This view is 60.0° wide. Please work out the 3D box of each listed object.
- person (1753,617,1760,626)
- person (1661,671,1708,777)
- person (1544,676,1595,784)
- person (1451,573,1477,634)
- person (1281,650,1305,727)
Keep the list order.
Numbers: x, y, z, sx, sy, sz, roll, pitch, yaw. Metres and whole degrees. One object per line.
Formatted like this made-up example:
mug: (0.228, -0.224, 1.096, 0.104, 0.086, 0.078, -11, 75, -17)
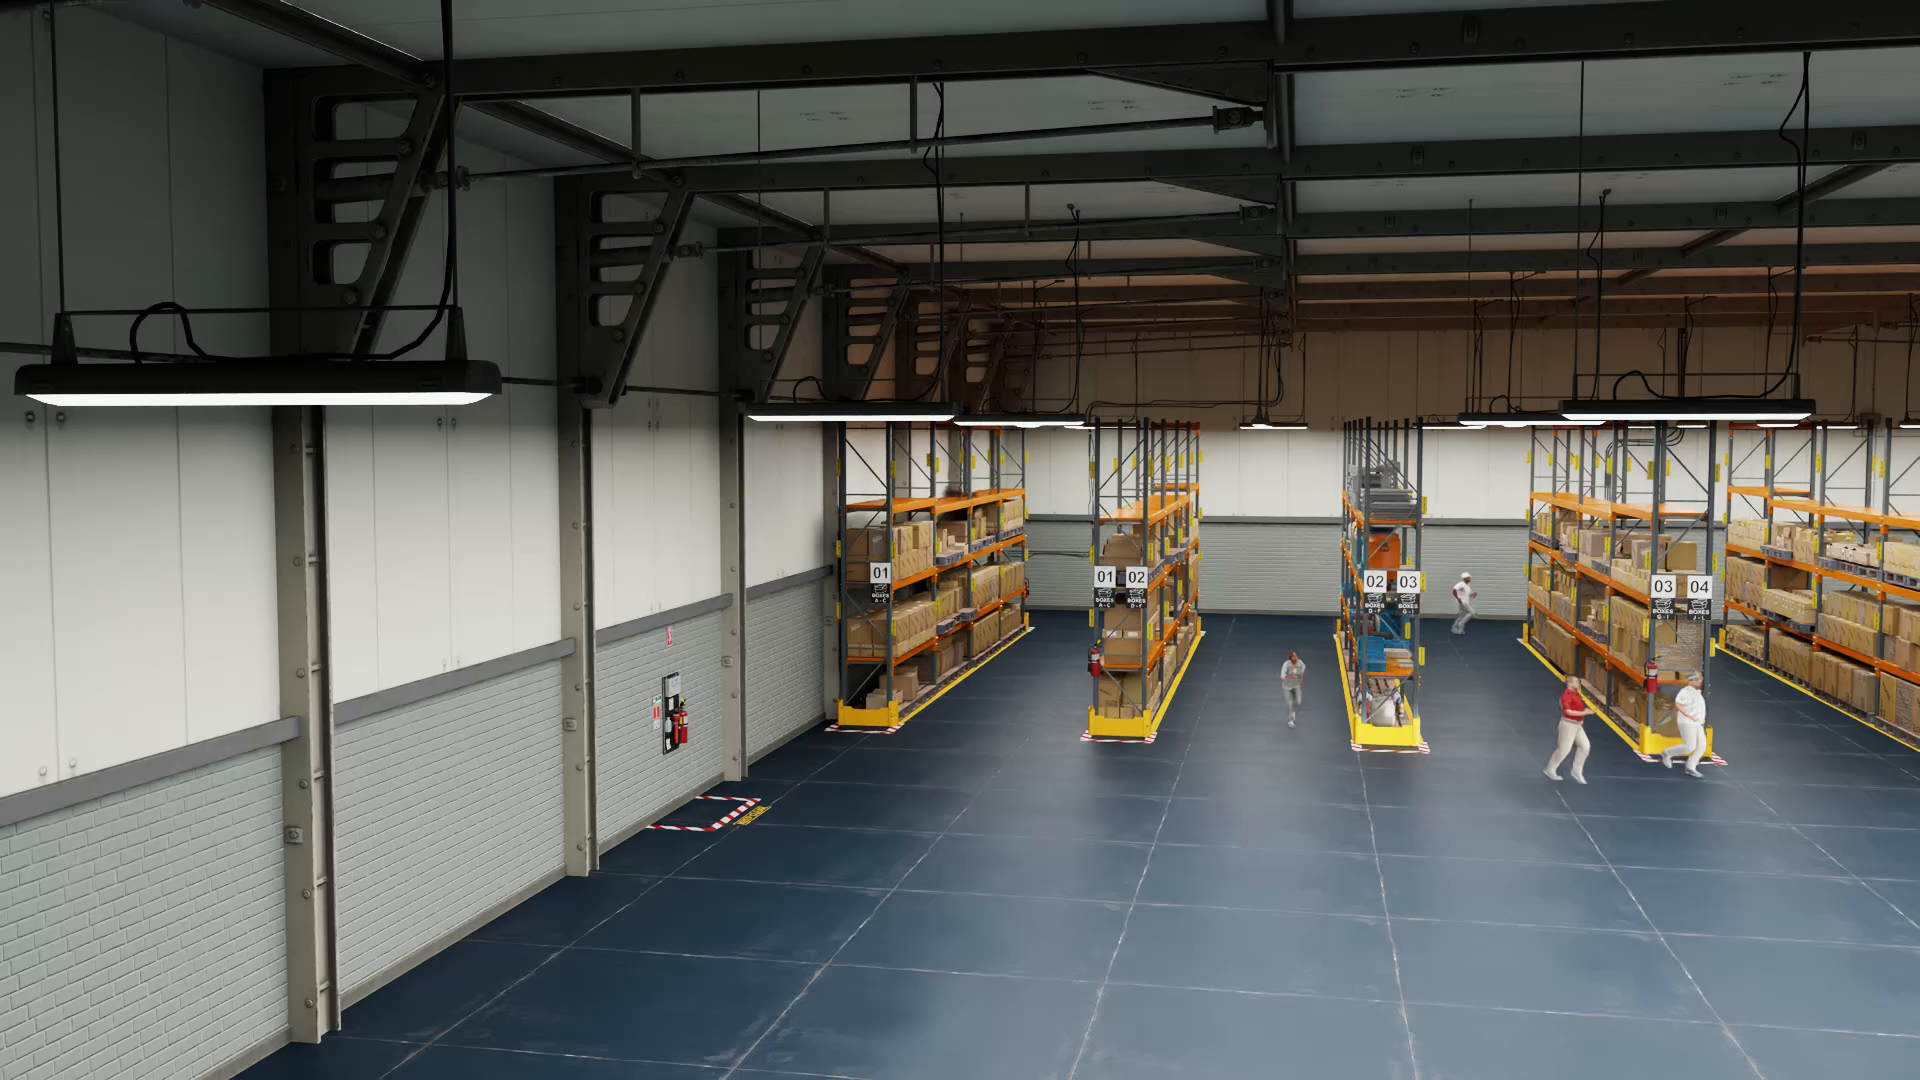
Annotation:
person: (21.709, 1.953, 44.969, 0.764, 1.753, 0.780, -2, 4, -30)
person: (12.202, 3.055, 27.896, 0.688, 1.760, 0.690, -3, 5, -39)
person: (9.952, 3.113, 27.109, 0.793, 1.812, 0.663, 3, 5, 38)
person: (14.289, 1.788, 47.113, 0.693, 1.721, 0.689, 2, 4, 25)
person: (6.438, 2.881, 32.102, 0.516, 1.516, 0.701, 0, 4, -1)
